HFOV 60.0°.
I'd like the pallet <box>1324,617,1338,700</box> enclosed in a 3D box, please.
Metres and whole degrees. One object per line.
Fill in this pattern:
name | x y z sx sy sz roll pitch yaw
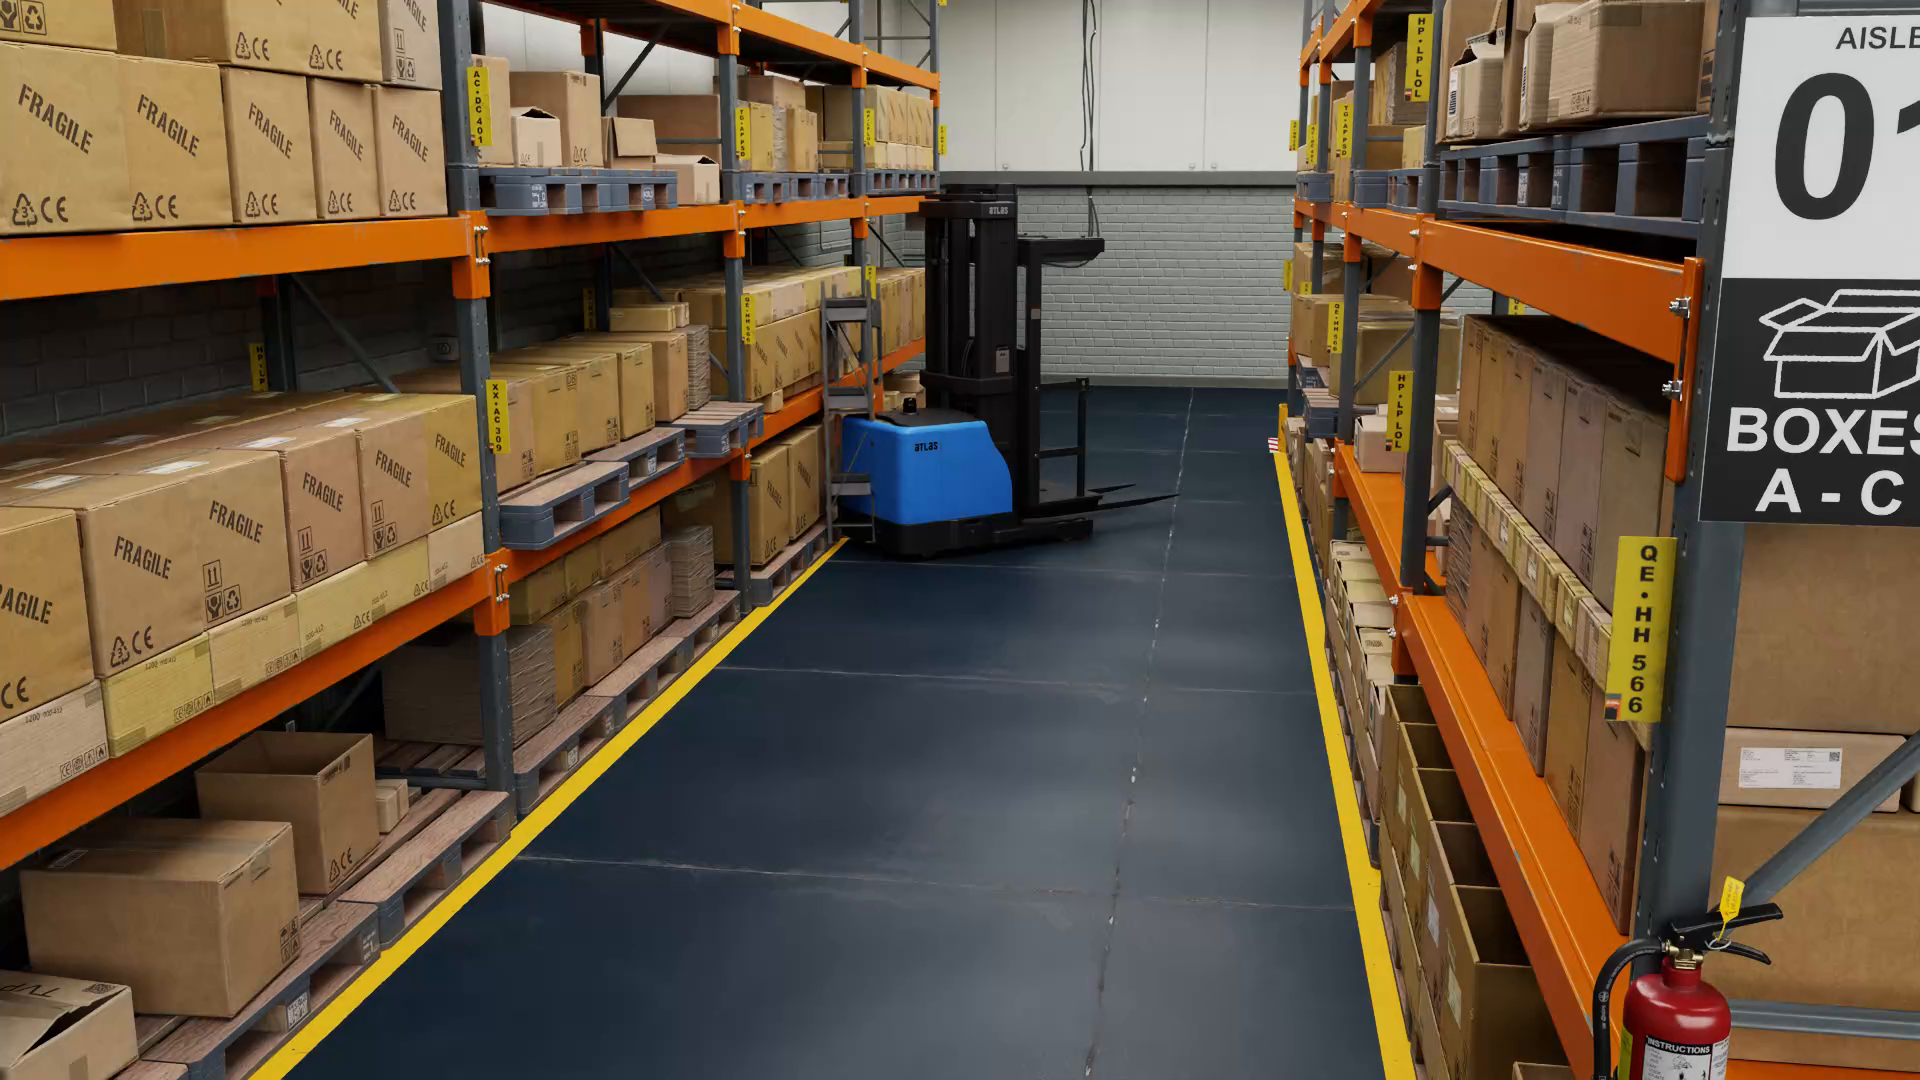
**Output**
pallet | 2.767 0.725 10.130 1.003 0.211 1.213 2 12 9

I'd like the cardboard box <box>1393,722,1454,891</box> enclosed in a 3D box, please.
cardboard box | 1.867 0.987 6.043 0.500 0.500 0.500 2 12 9

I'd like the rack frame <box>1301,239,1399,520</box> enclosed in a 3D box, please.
rack frame | 3.547 -1.641 14.489 1.000 3.000 0.127 2 12 9

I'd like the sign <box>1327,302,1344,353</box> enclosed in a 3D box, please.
sign | 2.394 -1.351 10.584 0.100 0.325 0.005 2 12 9

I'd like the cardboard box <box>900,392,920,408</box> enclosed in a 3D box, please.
cardboard box | -0.819 -1.364 18.138 0.700 0.500 0.500 2 12 8

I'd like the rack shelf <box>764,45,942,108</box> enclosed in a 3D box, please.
rack shelf | -1.041 -4.603 16.648 1.077 0.370 4.000 2 12 9

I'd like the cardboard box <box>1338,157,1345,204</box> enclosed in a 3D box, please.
cardboard box | 3.044 -2.522 11.218 0.910 0.500 0.500 2 12 9

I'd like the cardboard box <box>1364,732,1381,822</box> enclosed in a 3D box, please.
cardboard box | 2.094 1.067 7.451 0.500 0.250 0.500 2 12 8

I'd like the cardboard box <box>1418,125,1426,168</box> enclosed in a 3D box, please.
cardboard box | 2.855 -2.201 9.325 0.500 0.250 0.500 2 12 10

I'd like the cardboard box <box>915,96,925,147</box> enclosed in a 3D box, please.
cardboard box | -0.664 -4.382 17.430 0.500 0.500 0.500 2 12 10

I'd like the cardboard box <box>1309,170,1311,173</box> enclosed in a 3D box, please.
cardboard box | 3.446 -3.248 15.180 0.500 0.250 0.500 2 12 9

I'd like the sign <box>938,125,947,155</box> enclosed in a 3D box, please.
sign | -0.199 -4.474 18.598 0.100 0.325 0.005 2 12 9

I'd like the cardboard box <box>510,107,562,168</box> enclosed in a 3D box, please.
cardboard box | -2.321 -2.003 8.263 0.500 0.311 0.500 2 12 10

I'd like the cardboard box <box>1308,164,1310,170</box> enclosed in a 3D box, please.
cardboard box | 3.434 -3.493 15.129 0.500 0.250 0.500 2 12 9

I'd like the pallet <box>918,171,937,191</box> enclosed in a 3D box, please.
pallet | -0.837 -3.902 18.069 1.003 0.211 1.213 2 12 9

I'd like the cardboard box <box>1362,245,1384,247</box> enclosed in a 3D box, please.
cardboard box | 4.288 -2.805 17.277 0.500 0.500 0.500 2 12 10

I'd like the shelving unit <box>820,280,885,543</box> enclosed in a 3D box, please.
shelving unit | -0.862 -1.044 13.575 0.431 2.100 0.503 -1 5 7

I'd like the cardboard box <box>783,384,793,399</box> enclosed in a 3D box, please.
cardboard box | -1.514 -1.185 12.921 0.380 0.149 0.250 2 12 10

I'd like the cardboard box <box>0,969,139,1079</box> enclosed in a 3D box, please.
cardboard box | -2.911 1.537 5.081 0.500 0.311 0.500 3 13 13

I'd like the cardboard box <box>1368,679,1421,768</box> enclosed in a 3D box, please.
cardboard box | 2.095 0.795 7.382 0.500 0.311 0.500 2 12 9

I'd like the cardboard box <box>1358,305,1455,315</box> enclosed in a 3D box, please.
cardboard box | 3.336 -1.526 12.718 0.700 0.500 0.500 -1 12 -6

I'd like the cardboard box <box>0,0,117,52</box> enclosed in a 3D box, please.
cardboard box | -2.700 -1.599 4.514 0.500 0.500 0.500 2 12 10

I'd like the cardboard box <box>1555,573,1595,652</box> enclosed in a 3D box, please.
cardboard box | 1.731 0.190 4.213 0.380 0.149 0.250 2 12 10

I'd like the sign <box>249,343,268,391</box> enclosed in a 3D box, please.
sign | -3.128 -0.719 7.461 0.100 0.325 0.005 2 12 9

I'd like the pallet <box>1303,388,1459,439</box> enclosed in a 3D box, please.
pallet | 2.967 -0.858 11.311 1.213 0.211 1.003 2 12 9

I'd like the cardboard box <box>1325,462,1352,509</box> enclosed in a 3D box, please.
cardboard box | 2.848 -0.382 11.757 0.500 0.250 0.500 2 12 11

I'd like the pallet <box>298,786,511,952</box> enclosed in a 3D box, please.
pallet | -2.647 1.369 7.142 1.003 0.211 1.213 2 12 9

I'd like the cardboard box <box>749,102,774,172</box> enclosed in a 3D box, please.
cardboard box | -1.818 -3.028 12.523 0.700 0.500 0.500 3 12 12

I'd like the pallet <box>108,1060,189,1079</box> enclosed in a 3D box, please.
pallet | -3.022 1.876 4.785 1.003 0.211 1.213 2 12 9

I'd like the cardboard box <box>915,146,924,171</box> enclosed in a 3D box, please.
cardboard box | -0.663 -4.011 17.488 0.500 0.250 0.500 1 12 7

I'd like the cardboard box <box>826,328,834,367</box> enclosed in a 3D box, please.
cardboard box | -1.325 -1.690 13.724 0.500 0.500 0.500 2 12 9

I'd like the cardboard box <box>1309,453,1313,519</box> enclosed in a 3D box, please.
cardboard box | 3.161 -0.430 13.758 0.500 0.500 0.500 2 12 9

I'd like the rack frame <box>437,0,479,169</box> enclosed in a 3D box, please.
rack frame | -2.579 -3.068 6.870 1.000 3.000 0.127 2 12 9

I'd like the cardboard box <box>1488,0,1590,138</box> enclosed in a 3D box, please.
cardboard box | 1.939 -1.428 4.804 0.797 0.503 0.637 3 13 15

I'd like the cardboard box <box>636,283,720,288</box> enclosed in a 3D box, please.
cardboard box | -2.067 -1.749 12.220 0.500 0.250 0.500 1 12 7

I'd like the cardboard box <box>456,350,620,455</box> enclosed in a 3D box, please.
cardboard box | -2.303 -0.759 9.112 0.700 0.500 0.500 4 13 16

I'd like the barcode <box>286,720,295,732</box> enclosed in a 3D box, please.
barcode | -2.899 0.820 7.200 0.001 0.075 0.075 2 12 9

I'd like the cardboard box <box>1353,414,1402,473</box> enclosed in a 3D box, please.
cardboard box | 2.603 -0.585 9.800 0.500 0.311 0.500 2 12 8

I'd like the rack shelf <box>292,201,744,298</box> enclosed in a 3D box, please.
rack shelf | -2.271 -1.667 9.194 1.077 0.370 4.000 2 12 9

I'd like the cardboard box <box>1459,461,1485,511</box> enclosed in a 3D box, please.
cardboard box | 2.007 -0.186 5.960 0.380 0.149 0.250 2 12 7

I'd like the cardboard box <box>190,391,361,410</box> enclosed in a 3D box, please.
cardboard box | -2.858 -0.348 7.015 0.500 0.500 0.500 2 12 7

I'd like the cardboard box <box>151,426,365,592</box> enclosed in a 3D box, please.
cardboard box | -2.505 -0.122 5.966 0.500 0.500 0.500 2 12 7

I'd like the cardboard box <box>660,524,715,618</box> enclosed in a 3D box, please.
cardboard box | -2.023 0.190 10.880 0.700 0.500 0.500 2 12 9

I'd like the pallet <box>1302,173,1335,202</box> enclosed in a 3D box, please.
pallet | 3.221 -2.666 12.571 1.213 0.211 1.003 2 12 9

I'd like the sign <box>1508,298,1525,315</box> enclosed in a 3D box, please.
sign | 3.481 -1.357 10.423 0.100 0.325 0.005 2 12 9

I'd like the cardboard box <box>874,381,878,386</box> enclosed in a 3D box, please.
cardboard box | -1.075 -1.607 17.727 0.380 0.149 0.250 2 12 9

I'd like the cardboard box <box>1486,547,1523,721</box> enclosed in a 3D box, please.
cardboard box | 2.099 0.282 5.327 0.700 0.500 0.500 2 12 9

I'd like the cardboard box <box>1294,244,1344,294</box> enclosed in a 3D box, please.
cardboard box | 3.760 -2.819 17.342 0.500 0.500 0.500 2 12 9

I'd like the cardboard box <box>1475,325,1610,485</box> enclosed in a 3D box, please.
cardboard box | 2.178 -0.461 5.696 0.700 0.500 0.500 2 12 9

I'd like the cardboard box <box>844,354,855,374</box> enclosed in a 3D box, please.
cardboard box | -1.136 -1.555 14.638 0.380 0.149 0.250 2 12 10

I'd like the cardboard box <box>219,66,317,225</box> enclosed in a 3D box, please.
cardboard box | -2.550 -1.326 5.621 0.500 0.500 0.500 1 12 6

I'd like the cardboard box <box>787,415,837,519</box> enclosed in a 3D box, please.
cardboard box | -1.454 -0.631 13.906 0.750 0.750 0.750 2 12 10

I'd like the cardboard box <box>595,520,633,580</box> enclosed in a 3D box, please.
cardboard box | -2.247 0.047 9.762 0.500 0.250 0.500 2 12 8

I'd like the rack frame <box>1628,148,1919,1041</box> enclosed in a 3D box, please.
rack frame | 1.701 0.857 2.898 1.000 3.000 0.127 2 12 9

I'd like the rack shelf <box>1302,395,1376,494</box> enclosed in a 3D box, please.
rack shelf | 3.239 -0.873 12.633 1.077 0.370 4.000 2 12 9

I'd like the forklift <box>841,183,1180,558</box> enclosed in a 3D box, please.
forklift | 0.521 -1.506 14.024 3.031 2.935 1.130 -8 15 -33
